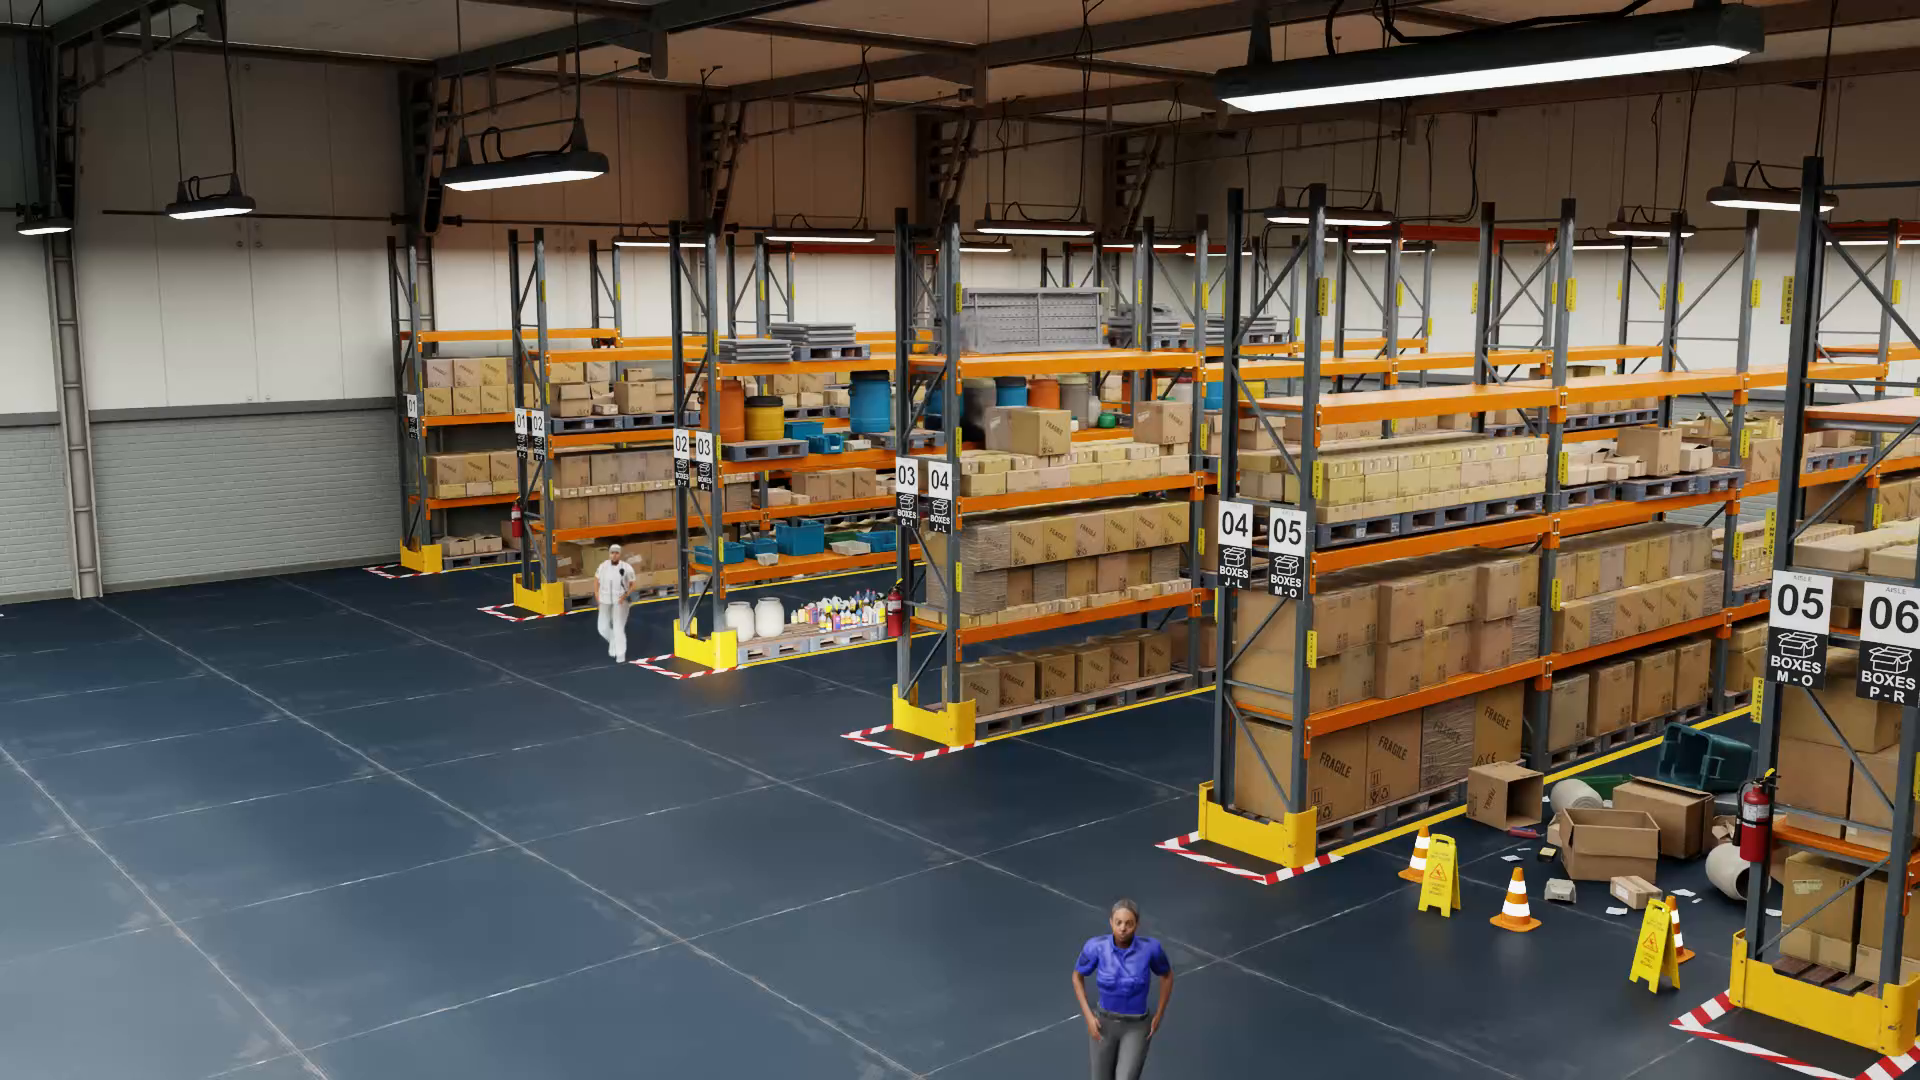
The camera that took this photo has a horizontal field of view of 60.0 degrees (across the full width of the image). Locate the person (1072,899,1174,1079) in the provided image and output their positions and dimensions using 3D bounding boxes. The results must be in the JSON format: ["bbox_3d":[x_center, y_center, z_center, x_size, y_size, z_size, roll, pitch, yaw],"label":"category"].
[{"bbox_3d":[0.963,2.885,9.868,0.600,1.637,0.761,1,9,7],"label":"person"}]

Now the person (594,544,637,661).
[{"bbox_3d":[-4.754,0.875,22.842,0.616,1.621,0.508,0,9,1],"label":"person"}]

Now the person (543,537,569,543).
[{"bbox_3d":[-7.005,-0.144,28.926,0.656,1.738,0.586,7,11,36],"label":"person"}]
